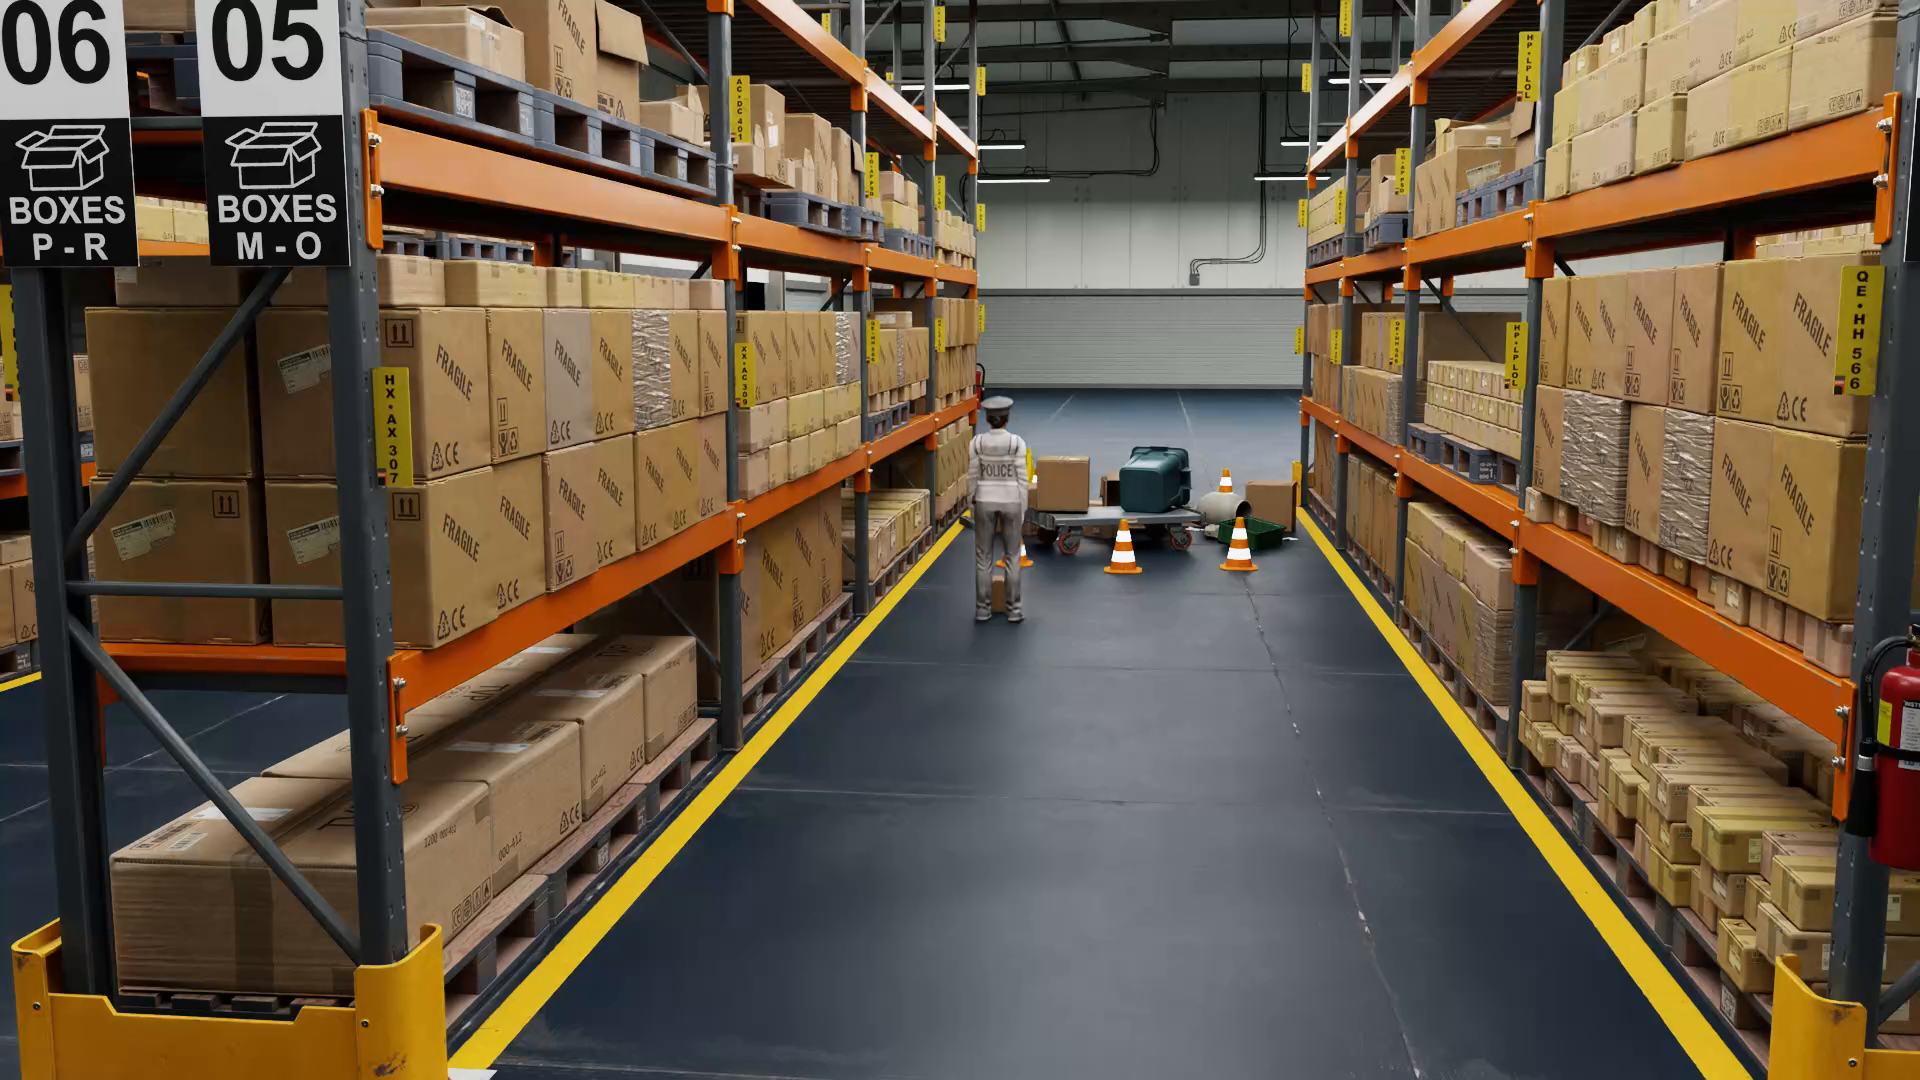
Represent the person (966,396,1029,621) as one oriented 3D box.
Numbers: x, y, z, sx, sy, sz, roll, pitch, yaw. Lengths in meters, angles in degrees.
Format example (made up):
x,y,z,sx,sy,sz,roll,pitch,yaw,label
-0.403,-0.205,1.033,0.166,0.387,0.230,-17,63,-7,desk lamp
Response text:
x,y,z,sx,sy,sz,roll,pitch,yaw,label
0.281,-0.227,12.389,0.473,1.685,0.345,1,8,7,person
